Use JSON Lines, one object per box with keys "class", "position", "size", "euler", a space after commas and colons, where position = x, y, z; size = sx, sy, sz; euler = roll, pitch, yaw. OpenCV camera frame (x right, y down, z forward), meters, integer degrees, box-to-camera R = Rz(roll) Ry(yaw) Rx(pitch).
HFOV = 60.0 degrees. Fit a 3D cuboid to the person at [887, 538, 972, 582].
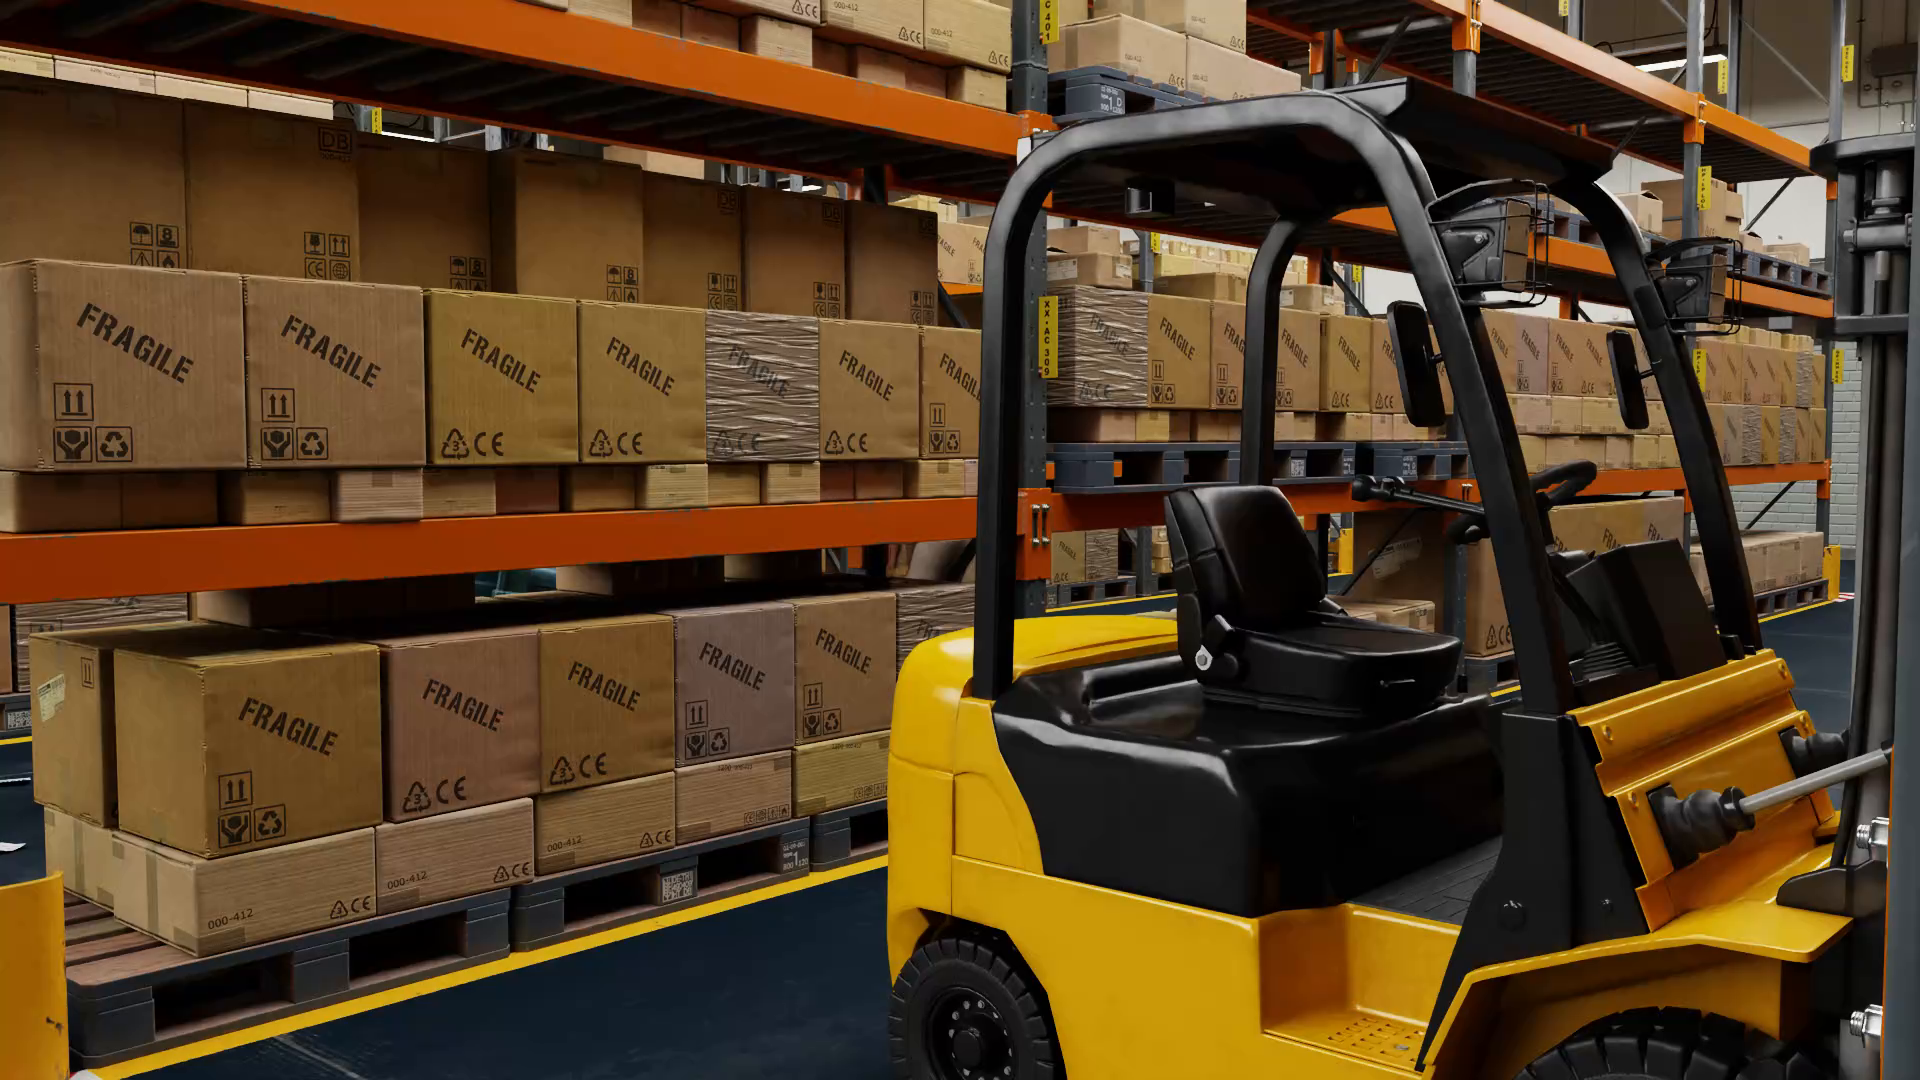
{"class": "person", "position": [-0.253, 0.046, 11.649], "size": [0.733, 1.548, 0.485], "euler": [3, 5, 40]}
